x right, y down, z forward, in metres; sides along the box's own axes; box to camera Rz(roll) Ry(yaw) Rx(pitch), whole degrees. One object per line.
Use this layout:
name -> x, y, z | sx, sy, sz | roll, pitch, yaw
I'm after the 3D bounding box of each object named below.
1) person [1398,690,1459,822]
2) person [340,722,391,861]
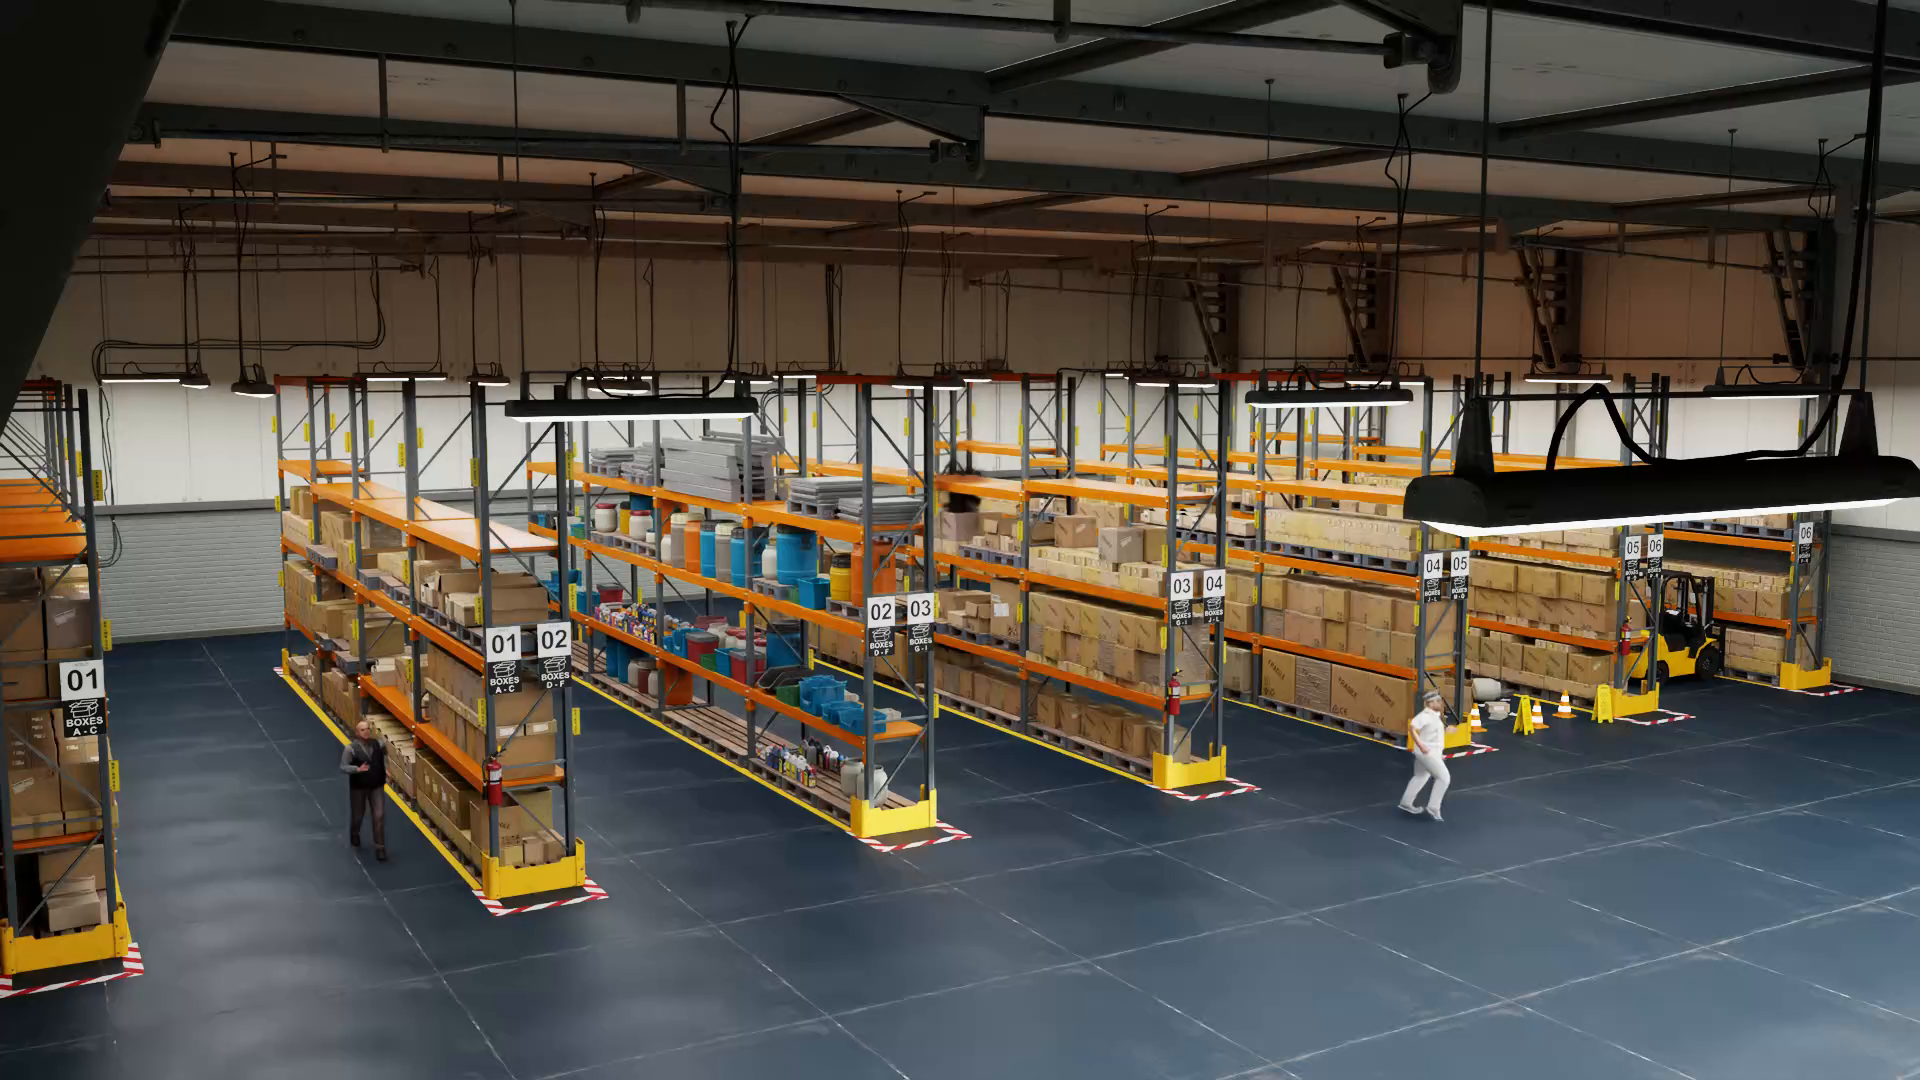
person -> 6.463, 2.970, 22.925 | 0.777, 1.859, 0.624 | 1, 6, 12
person -> -7.524, 3.148, 21.106 | 0.658, 1.705, 0.971 | -4, 7, -33
